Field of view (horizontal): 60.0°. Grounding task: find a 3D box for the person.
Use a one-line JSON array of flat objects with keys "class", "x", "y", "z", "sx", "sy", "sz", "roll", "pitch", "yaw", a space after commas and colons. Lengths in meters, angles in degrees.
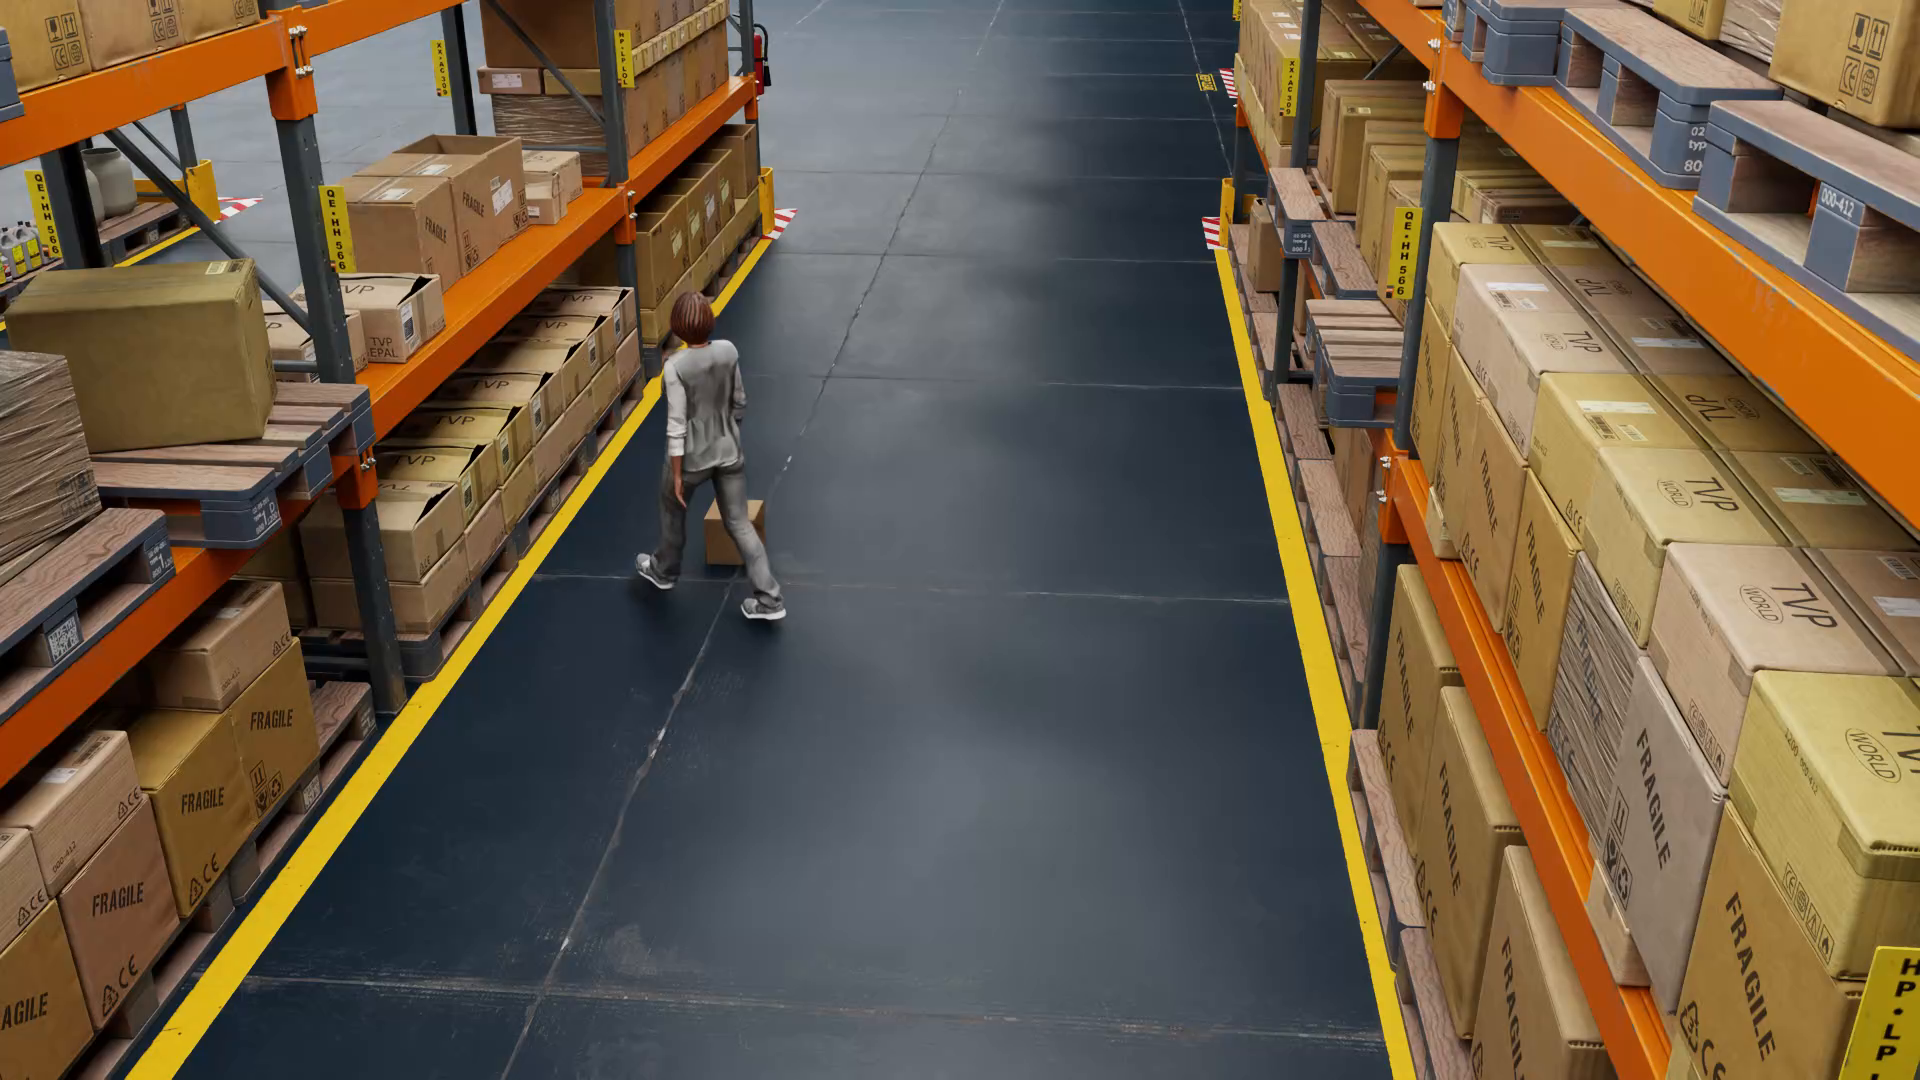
[{"class": "person", "x": -1.180, "y": -0.410, "z": 7.534, "sx": 0.435, "sy": 1.534, "sz": 0.958, "roll": -17, "pitch": 30, "yaw": -32}]
